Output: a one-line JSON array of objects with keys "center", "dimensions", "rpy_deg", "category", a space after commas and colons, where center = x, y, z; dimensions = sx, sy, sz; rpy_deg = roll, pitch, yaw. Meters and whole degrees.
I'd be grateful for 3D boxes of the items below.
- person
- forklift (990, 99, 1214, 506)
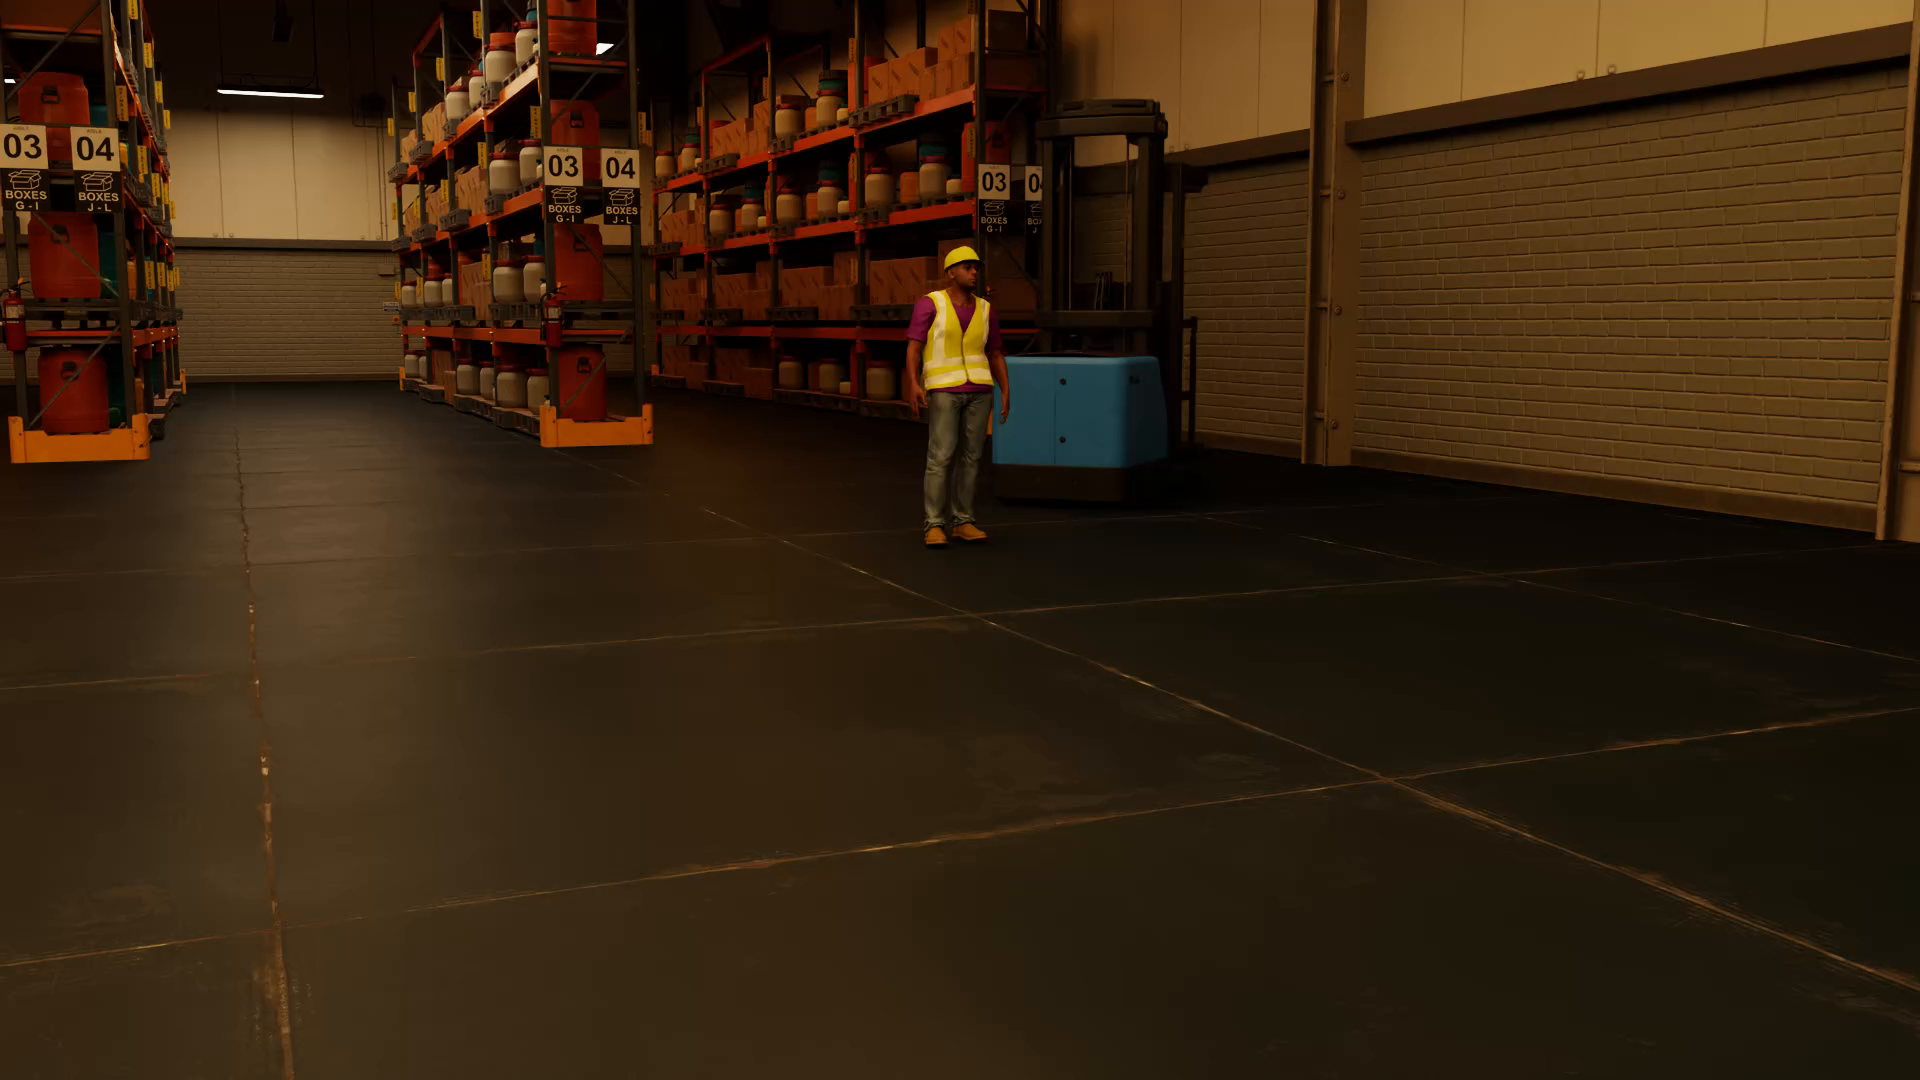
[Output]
[{"center": [0.022, -0.874, 9.972], "dimensions": [0.665, 1.765, 0.577], "rpy_deg": [-3, 8, -23], "category": "person"}, {"center": [1.273, -1.848, 12.961], "dimensions": [1.130, 2.935, 3.031], "rpy_deg": [3, 8, 23], "category": "forklift"}]
